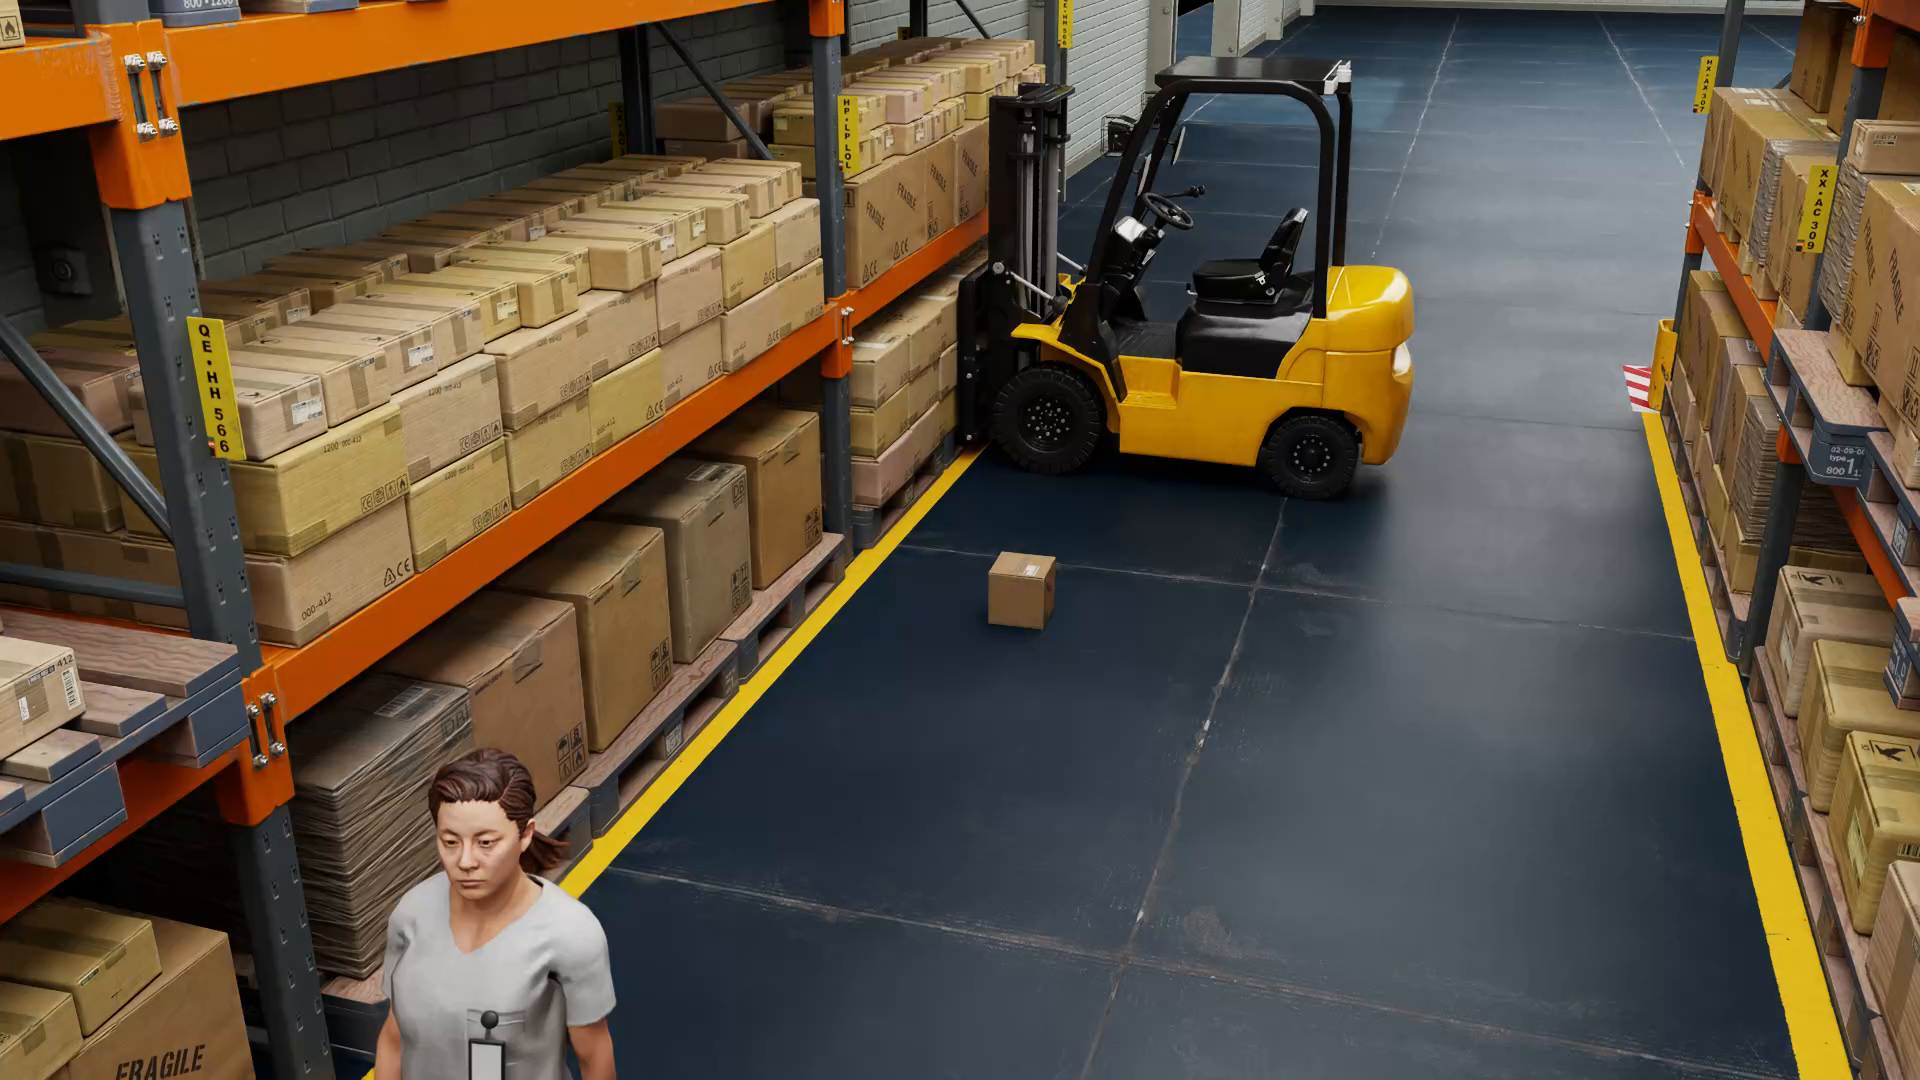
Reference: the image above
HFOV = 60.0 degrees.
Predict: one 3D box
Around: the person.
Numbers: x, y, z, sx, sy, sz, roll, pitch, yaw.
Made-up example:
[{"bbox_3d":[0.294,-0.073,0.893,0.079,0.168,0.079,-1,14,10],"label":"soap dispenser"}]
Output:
[{"bbox_3d":[-0.893,1.184,3.164,0.440,1.635,0.864,7,23,16],"label":"person"}]
